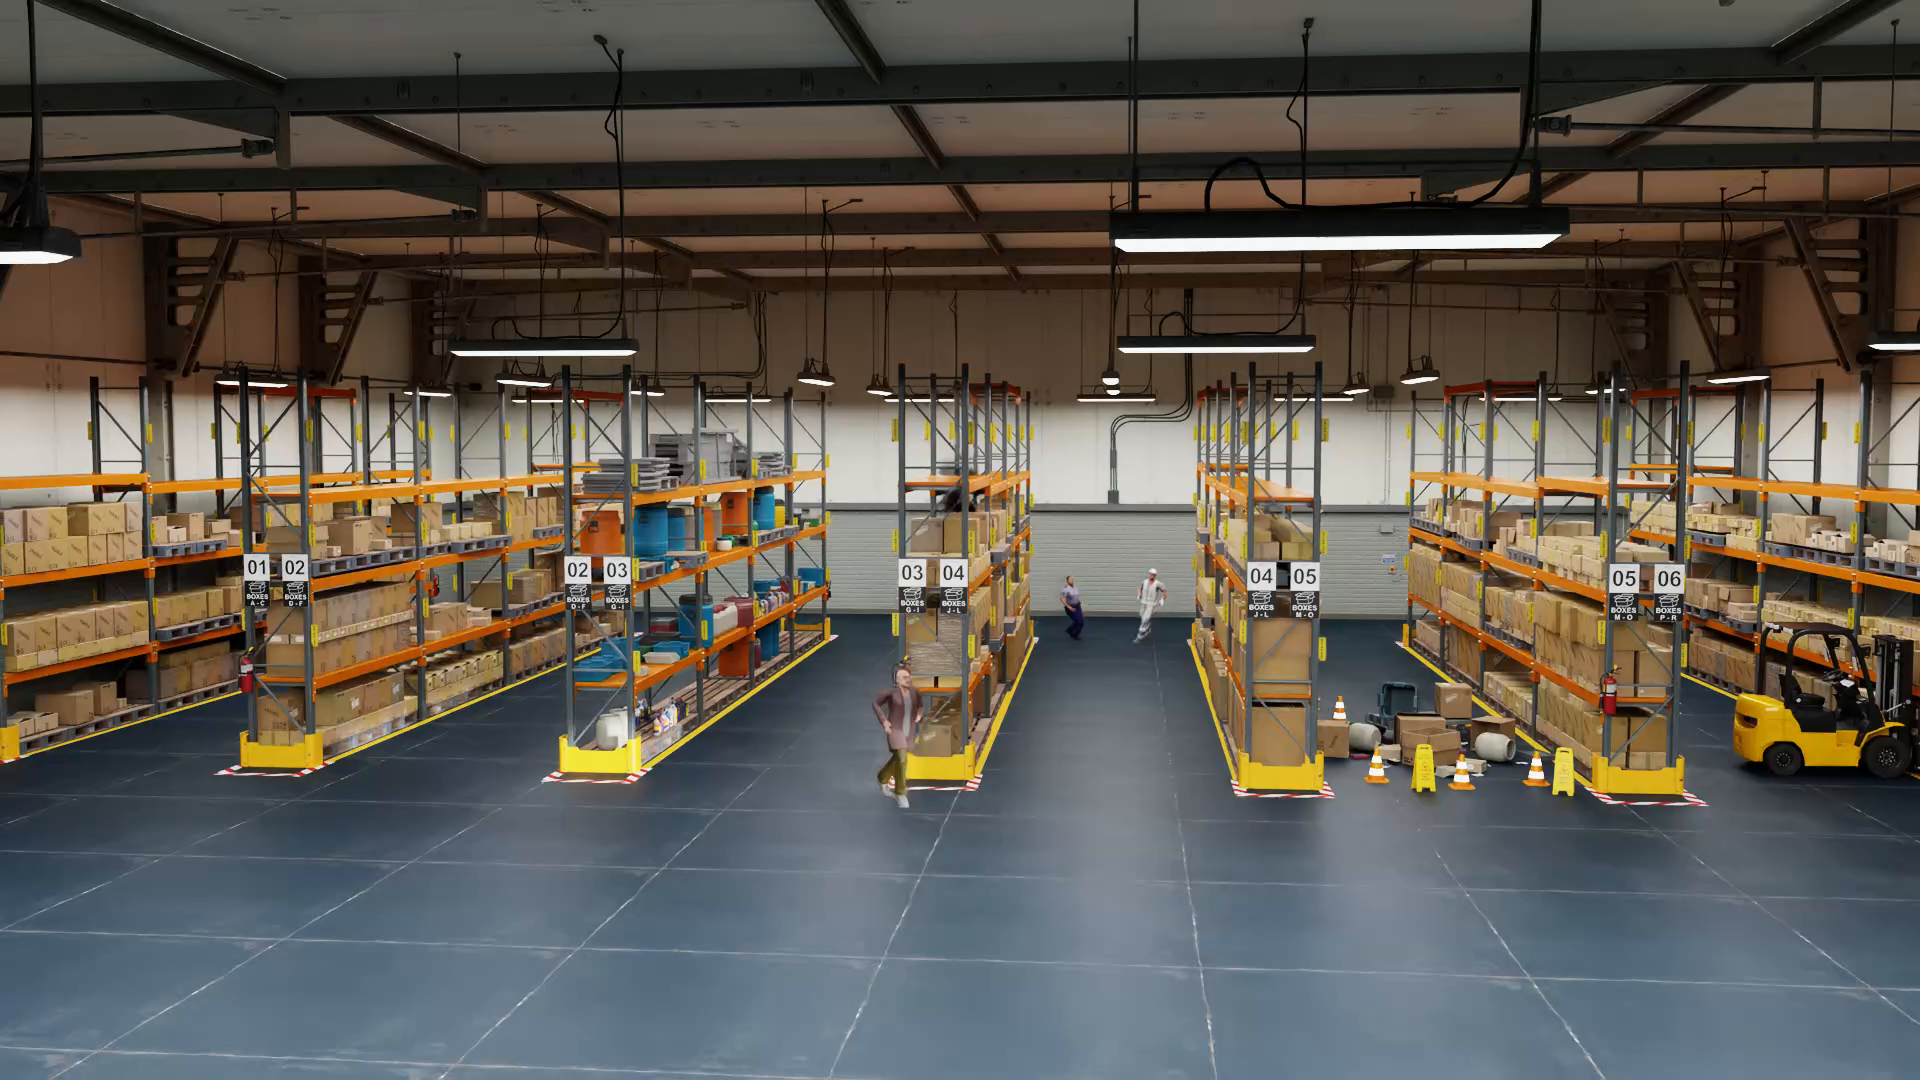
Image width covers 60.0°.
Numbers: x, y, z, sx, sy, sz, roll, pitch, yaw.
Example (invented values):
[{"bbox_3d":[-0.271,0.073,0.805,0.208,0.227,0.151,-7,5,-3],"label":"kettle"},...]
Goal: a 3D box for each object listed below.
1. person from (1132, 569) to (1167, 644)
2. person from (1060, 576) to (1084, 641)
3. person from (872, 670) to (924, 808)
[{"bbox_3d":[4.488,1.561,39.603,0.721,1.767,0.940,3,5,38],"label":"person"},{"bbox_3d":[2.722,1.651,40.121,0.509,1.586,0.641,3,5,43],"label":"person"},{"bbox_3d":[-0.830,2.759,22.658,0.705,1.640,0.896,-3,5,-38],"label":"person"}]
